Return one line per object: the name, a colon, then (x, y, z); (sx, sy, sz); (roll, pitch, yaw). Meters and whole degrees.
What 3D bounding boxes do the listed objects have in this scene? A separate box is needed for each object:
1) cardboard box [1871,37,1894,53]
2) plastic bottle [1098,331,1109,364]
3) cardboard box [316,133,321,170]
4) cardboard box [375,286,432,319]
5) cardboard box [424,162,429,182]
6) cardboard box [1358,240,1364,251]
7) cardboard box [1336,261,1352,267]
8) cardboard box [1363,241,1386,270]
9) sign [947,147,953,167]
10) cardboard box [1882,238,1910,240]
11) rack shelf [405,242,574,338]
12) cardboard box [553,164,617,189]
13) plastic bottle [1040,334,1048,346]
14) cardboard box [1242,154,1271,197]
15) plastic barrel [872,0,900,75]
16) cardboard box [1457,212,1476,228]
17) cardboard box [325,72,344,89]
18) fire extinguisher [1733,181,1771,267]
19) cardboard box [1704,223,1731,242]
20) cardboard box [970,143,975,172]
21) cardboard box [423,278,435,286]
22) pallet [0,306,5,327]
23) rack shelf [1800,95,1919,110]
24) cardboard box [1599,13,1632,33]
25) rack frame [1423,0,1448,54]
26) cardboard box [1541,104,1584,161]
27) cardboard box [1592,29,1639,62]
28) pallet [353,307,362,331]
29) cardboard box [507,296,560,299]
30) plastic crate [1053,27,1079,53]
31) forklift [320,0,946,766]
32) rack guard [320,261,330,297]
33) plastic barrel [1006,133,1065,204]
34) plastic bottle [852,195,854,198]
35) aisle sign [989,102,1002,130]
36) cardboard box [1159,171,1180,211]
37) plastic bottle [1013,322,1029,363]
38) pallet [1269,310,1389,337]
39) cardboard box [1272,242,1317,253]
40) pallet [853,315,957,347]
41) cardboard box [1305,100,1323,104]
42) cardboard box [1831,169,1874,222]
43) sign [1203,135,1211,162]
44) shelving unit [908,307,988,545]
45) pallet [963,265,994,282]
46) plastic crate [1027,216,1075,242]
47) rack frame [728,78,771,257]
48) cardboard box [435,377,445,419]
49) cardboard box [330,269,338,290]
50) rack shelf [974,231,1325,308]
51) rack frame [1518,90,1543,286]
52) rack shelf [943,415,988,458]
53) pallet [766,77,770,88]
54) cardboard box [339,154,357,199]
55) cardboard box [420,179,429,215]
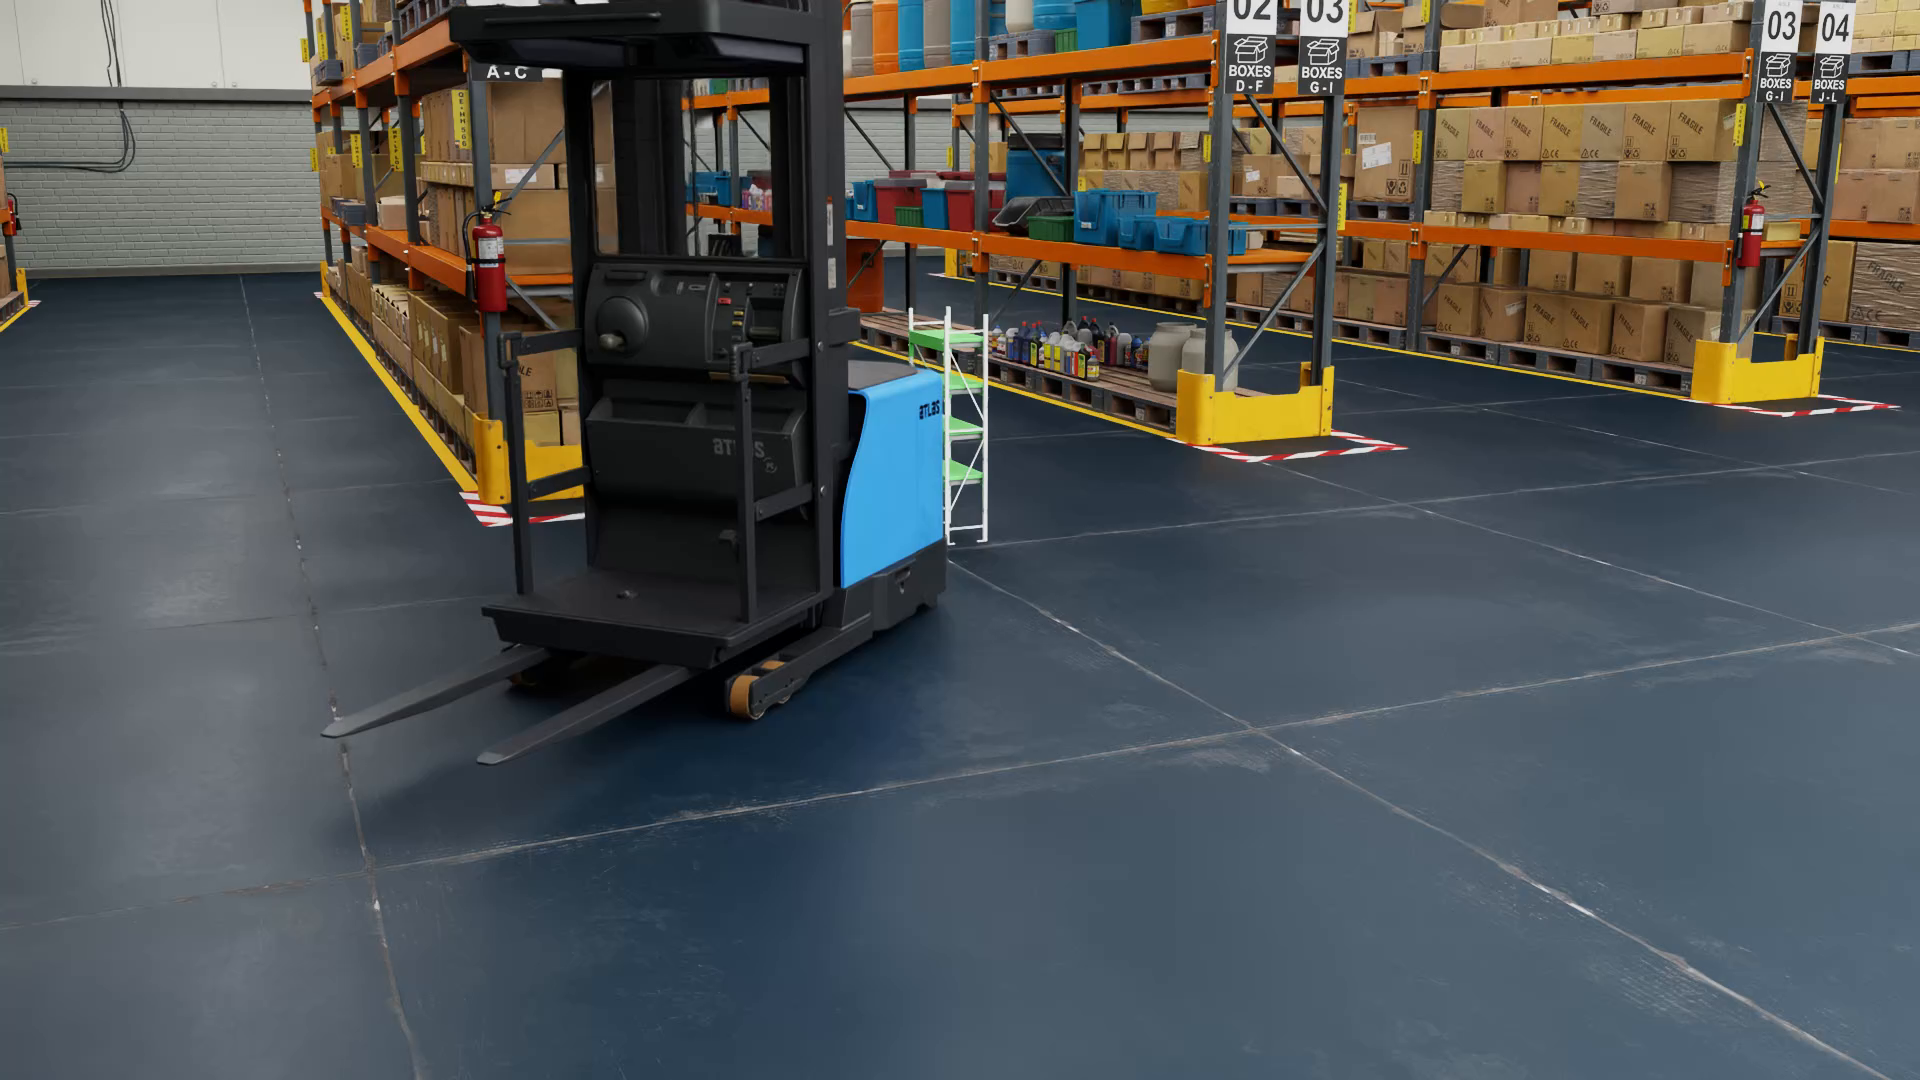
cardboard box: (9.876, -5.234, 17.582); (0.380, 0.149, 0.250); (-6, 14, -24)
plastic bottle: (1.259, -1.693, 14.579); (0.061, 0.283, 0.133); (-6, 14, -23)
cardboard box: (-8.797, -5.483, 23.467); (0.500, 0.500, 0.500); (-5, 14, -21)
cardboard box: (-5.369, -2.305, 16.100); (0.500, 0.311, 0.500); (-6, 14, -24)
cardboard box: (-3.895, -2.823, 12.754); (0.380, 0.149, 0.250); (-5, 14, -22)
cardboard box: (6.585, -4.752, 26.823); (0.380, 0.149, 0.250); (-5, 14, -21)
cardboard box: (6.064, -4.423, 26.718); (0.380, 0.149, 0.250); (-5, 14, -22)
cardboard box: (6.586, -4.367, 25.699); (0.500, 0.500, 0.500); (-5, 14, -21)
sign: (-0.166, -6.368, 27.635); (0.100, 0.325, 0.005); (-6, 14, -23)
cardboard box: (16.182, -5.020, 28.520); (0.500, 0.500, 0.500); (-6, 14, -25)
rack shelf: (-3.125, -1.819, 11.674); (1.077, 0.370, 4.000); (-6, 14, -23)
cardboard box: (-2.284, -2.222, 10.157); (0.380, 0.149, 0.250); (-6, 14, -23)
plastic bottle: (0.726, -1.644, 14.398); (0.097, 0.271, 0.097); (0, 13, 0)
cardboard box: (3.803, -4.449, 20.286); (0.500, 0.500, 0.500); (-8, 15, -30)
plastic barrel: (-0.596, -5.202, 17.090); (0.600, 0.830, 0.708); (-6, 14, -23)
cardboard box: (5.177, -3.181, 16.519); (0.380, 0.149, 0.250); (-6, 14, -23)
cardboard box: (-7.569, -5.701, 20.528); (0.500, 0.250, 0.500); (-6, 14, -23)
fire extinguisher: (6.378, -2.548, 13.396); (0.296, 0.674, 0.183); (-6, 14, -23)
cardboard box: (6.451, -2.568, 13.872); (0.380, 0.149, 0.250); (-6, 14, -23)
cardboard box: (0.491, -6.167, 26.871); (0.500, 0.500, 0.500); (-6, 14, -24)
cardboard box: (-5.449, -2.526, 17.698); (0.500, 0.500, 0.500); (-5, 14, -21)
pallet: (-11.901, -2.593, 19.606); (1.003, 0.211, 1.213); (-6, 14, -23)
rack shelf: (13.431, -5.896, 22.636); (1.077, 0.370, 4.000); (-6, 14, -23)
cardboard box: (5.843, -4.532, 14.594); (0.380, 0.149, 0.250); (-6, 15, -26)
rack frame: (5.152, -6.400, 16.564); (1.000, 3.000, 0.127); (-6, 14, -23)
cardboard box: (5.712, -3.733, 15.248); (0.500, 0.500, 0.500); (-6, 14, -23)
cardboard box: (5.928, -4.325, 14.585); (0.500, 0.250, 0.500); (-5, 14, -22)
pallet: (-6.770, -2.713, 20.122); (1.003, 0.211, 1.213); (-6, 14, -23)
cardboard box: (-3.350, -1.633, 12.776); (0.500, 0.500, 0.500); (-6, 14, -23)
plastic crate: (0.997, -4.037, 13.478); (0.336, 0.188, 0.450); (-6, 14, -23)
forklift: (-1.111, -0.882, 6.180); (1.130, 2.935, 3.031); (6, 14, 23)
rack guard: (-8.702, -3.829, 24.304); (1.175, 0.500, 0.348); (-6, 14, -23)
plastic barrel: (0.737, -3.381, 15.714); (0.600, 0.901, 0.708); (-6, 14, -23)
plastic bottle: (-1.286, -4.161, 20.453); (0.061, 0.283, 0.133); (-6, 14, -23)
aisle sign: (0.591, -7.265, 27.841); (0.394, 0.787, 0.004); (-6, 14, -23)
cardboard box: (2.931, -4.535, 21.591); (0.500, 0.500, 0.500); (-6, 14, -23)
plastic bottle: (0.557, -1.749, 14.674); (0.144, 0.351, 0.185); (-5, 14, -21)
pallet: (4.346, -2.532, 19.340); (1.003, 0.211, 1.213); (-6, 14, -23)
cardboard box: (4.068, -3.421, 19.903); (0.500, 0.250, 0.500); (-4, 14, -17)
pallet: (-0.713, -2.334, 18.486); (1.003, 0.211, 1.213); (-6, 14, -23)
cardboard box: (5.899, -7.126, 26.689); (0.500, 0.250, 0.500); (-6, 14, -23)
cardboard box: (10.137, -3.790, 18.262); (0.875, 0.550, 0.550); (-6, 14, -23)
sign: (3.043, -4.817, 20.461); (0.100, 0.325, 0.005); (-6, 14, -23)
shelving unit: (-0.066, -0.619, 8.882); (0.258, 1.200, 0.503); (-6, 14, -23)
pallet: (0.737, -4.439, 27.584); (1.003, 0.211, 1.213); (-6, 14, -23)
plastic crate: (0.899, -2.620, 14.009); (0.450, 0.188, 0.662); (-6, 14, -23)
rack frame: (-2.591, -4.682, 22.449); (1.000, 3.000, 0.127); (-6, 14, -23)
cardboard box: (-3.421, -1.014, 11.767); (0.500, 0.250, 0.500); (-6, 14, -23)
cardboard box: (-8.374, -3.592, 22.861); (0.500, 0.250, 0.500); (-6, 14, -23)
rack shelf: (1.415, -2.266, 13.603); (1.077, 0.370, 4.000); (-6, 14, -23)
rack frame: (8.135, -4.730, 22.657); (1.000, 3.000, 0.127); (-6, 14, -23)
rack shelf: (-0.066, -0.556, 8.897); (0.258, 0.148, 0.480); (-6, 14, -23)
pallet: (-1.730, -5.665, 20.459); (1.003, 0.211, 1.213); (-6, 14, -23)
cardboard box: (-6.812, -4.235, 19.361); (0.700, 0.500, 0.500); (-3, 13, -14)
cardboard box: (-4.430, -2.901, 14.529); (0.500, 0.500, 0.500); (-5, 14, -19)
